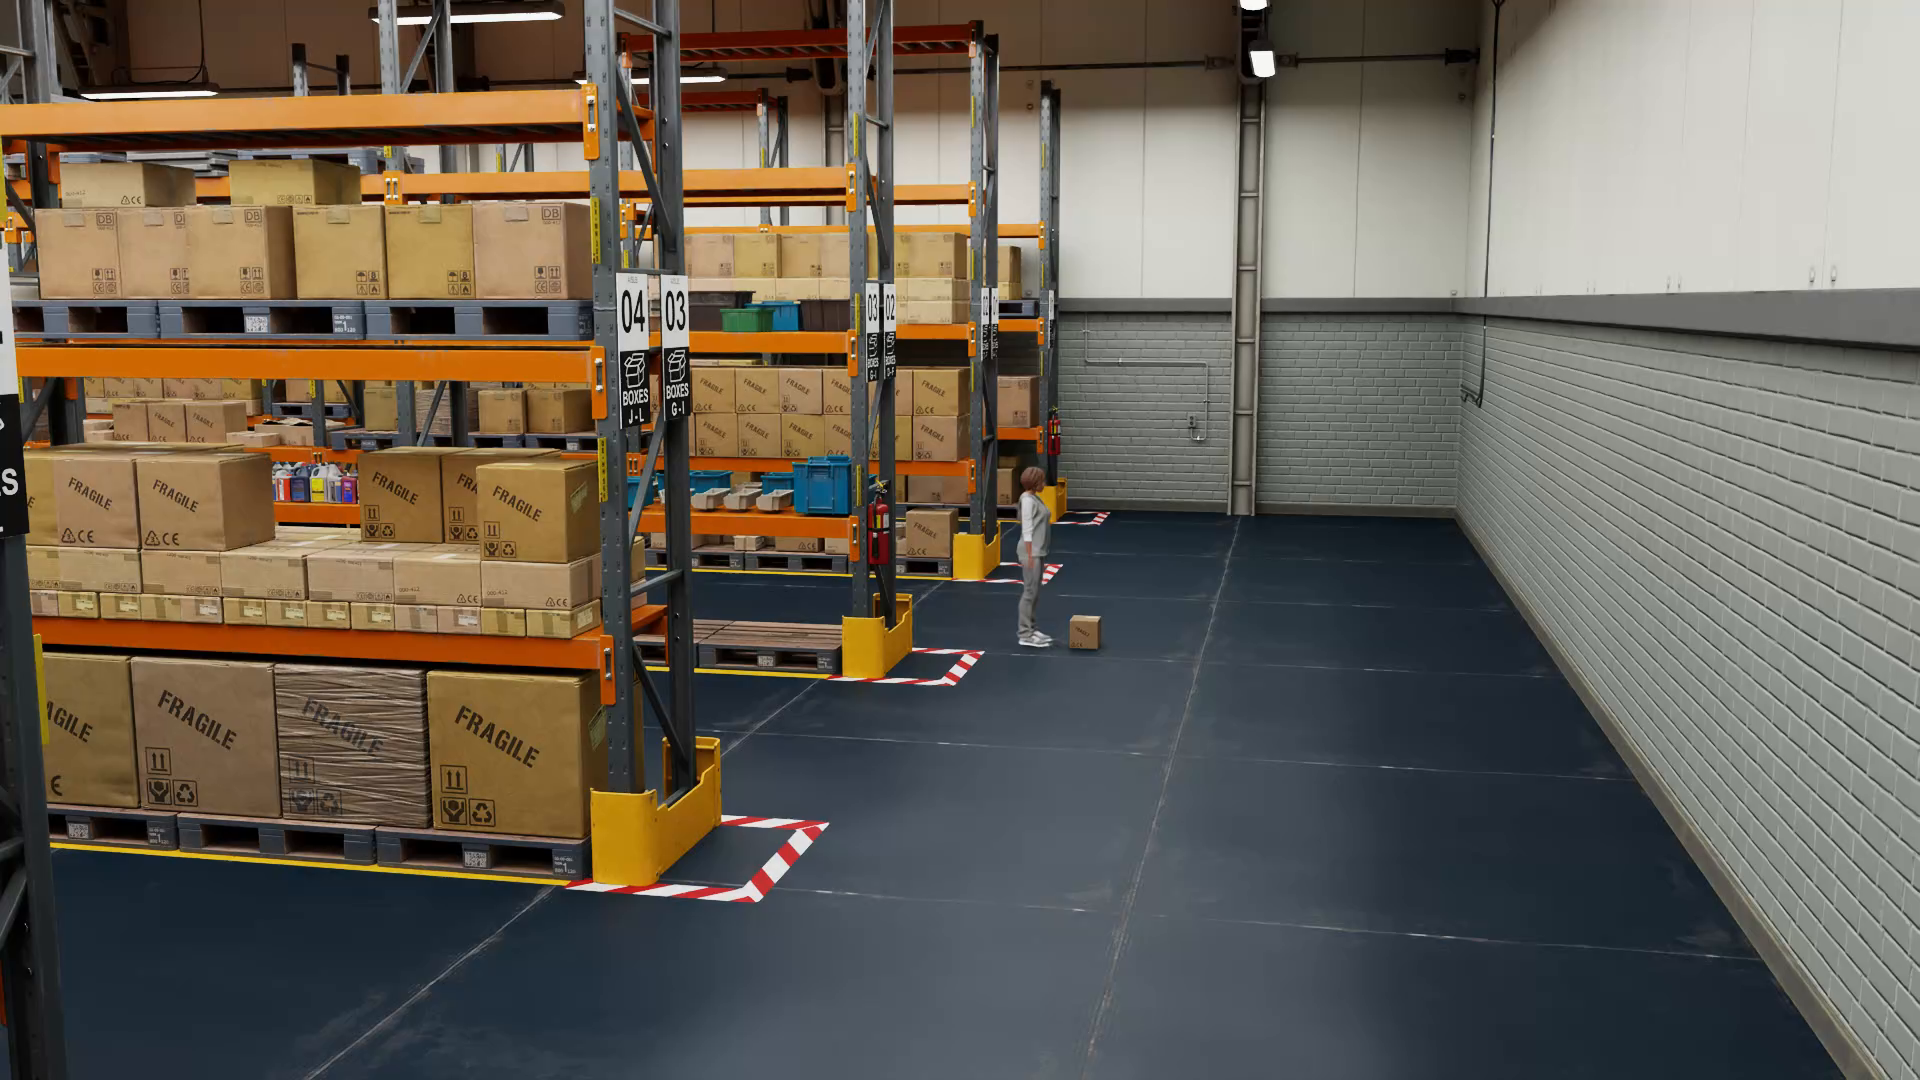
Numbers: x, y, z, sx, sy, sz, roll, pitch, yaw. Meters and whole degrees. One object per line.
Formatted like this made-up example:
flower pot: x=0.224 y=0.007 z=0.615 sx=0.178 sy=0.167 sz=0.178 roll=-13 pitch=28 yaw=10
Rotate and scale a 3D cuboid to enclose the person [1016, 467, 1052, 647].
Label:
person: x=0.665 y=0.141 z=14.857 sx=0.315 sy=1.601 sz=0.408 roll=2 pitch=8 yaw=12
